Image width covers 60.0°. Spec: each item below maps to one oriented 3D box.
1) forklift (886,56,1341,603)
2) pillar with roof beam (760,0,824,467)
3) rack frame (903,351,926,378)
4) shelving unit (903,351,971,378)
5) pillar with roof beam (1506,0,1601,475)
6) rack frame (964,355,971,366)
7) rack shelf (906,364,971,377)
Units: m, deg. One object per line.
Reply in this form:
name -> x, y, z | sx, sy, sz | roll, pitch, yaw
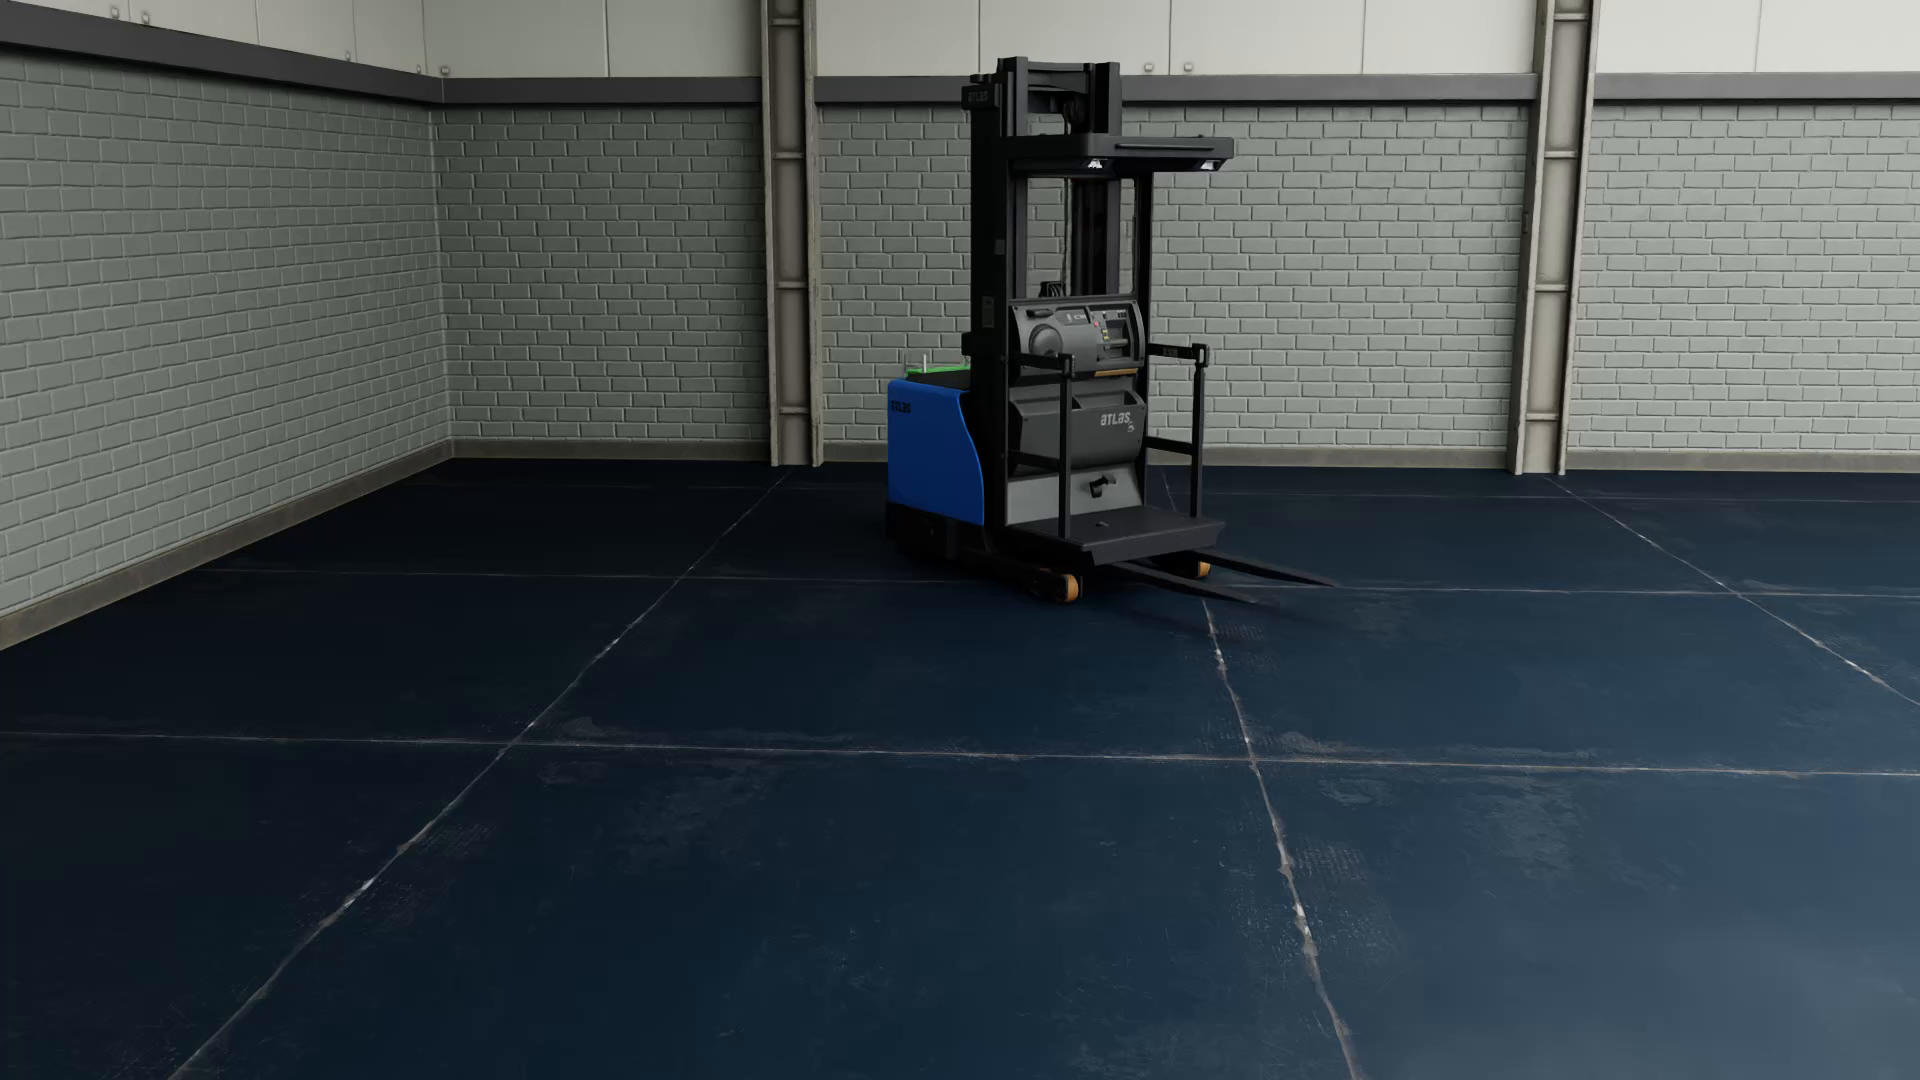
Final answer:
forklift -> 0.809, -1.199, 9.343 | 1.130, 2.935, 3.031 | -9, 15, -35
pillar with roof beam -> -1.637, -4.161, 8.680 | 0.400, 9.000, 9.100 | 1, 12, 4
rack frame -> -0.293, -0.609, 10.748 | 0.015, 1.200, 0.240 | -9, 15, -35
shelving unit -> -0.096, -0.638, 10.889 | 0.503, 1.200, 0.258 | -9, 15, -35
pillar with roof beam -> 4.349, -4.079, 8.287 | 0.400, 9.000, 9.100 | 1, 12, 4
rack frame -> 0.101, -0.668, 11.030 | 0.015, 1.200, 0.240 | -9, 15, -35
rack shelf -> -0.096, -1.046, 10.804 | 0.480, 0.148, 0.258 | -9, 15, -35
